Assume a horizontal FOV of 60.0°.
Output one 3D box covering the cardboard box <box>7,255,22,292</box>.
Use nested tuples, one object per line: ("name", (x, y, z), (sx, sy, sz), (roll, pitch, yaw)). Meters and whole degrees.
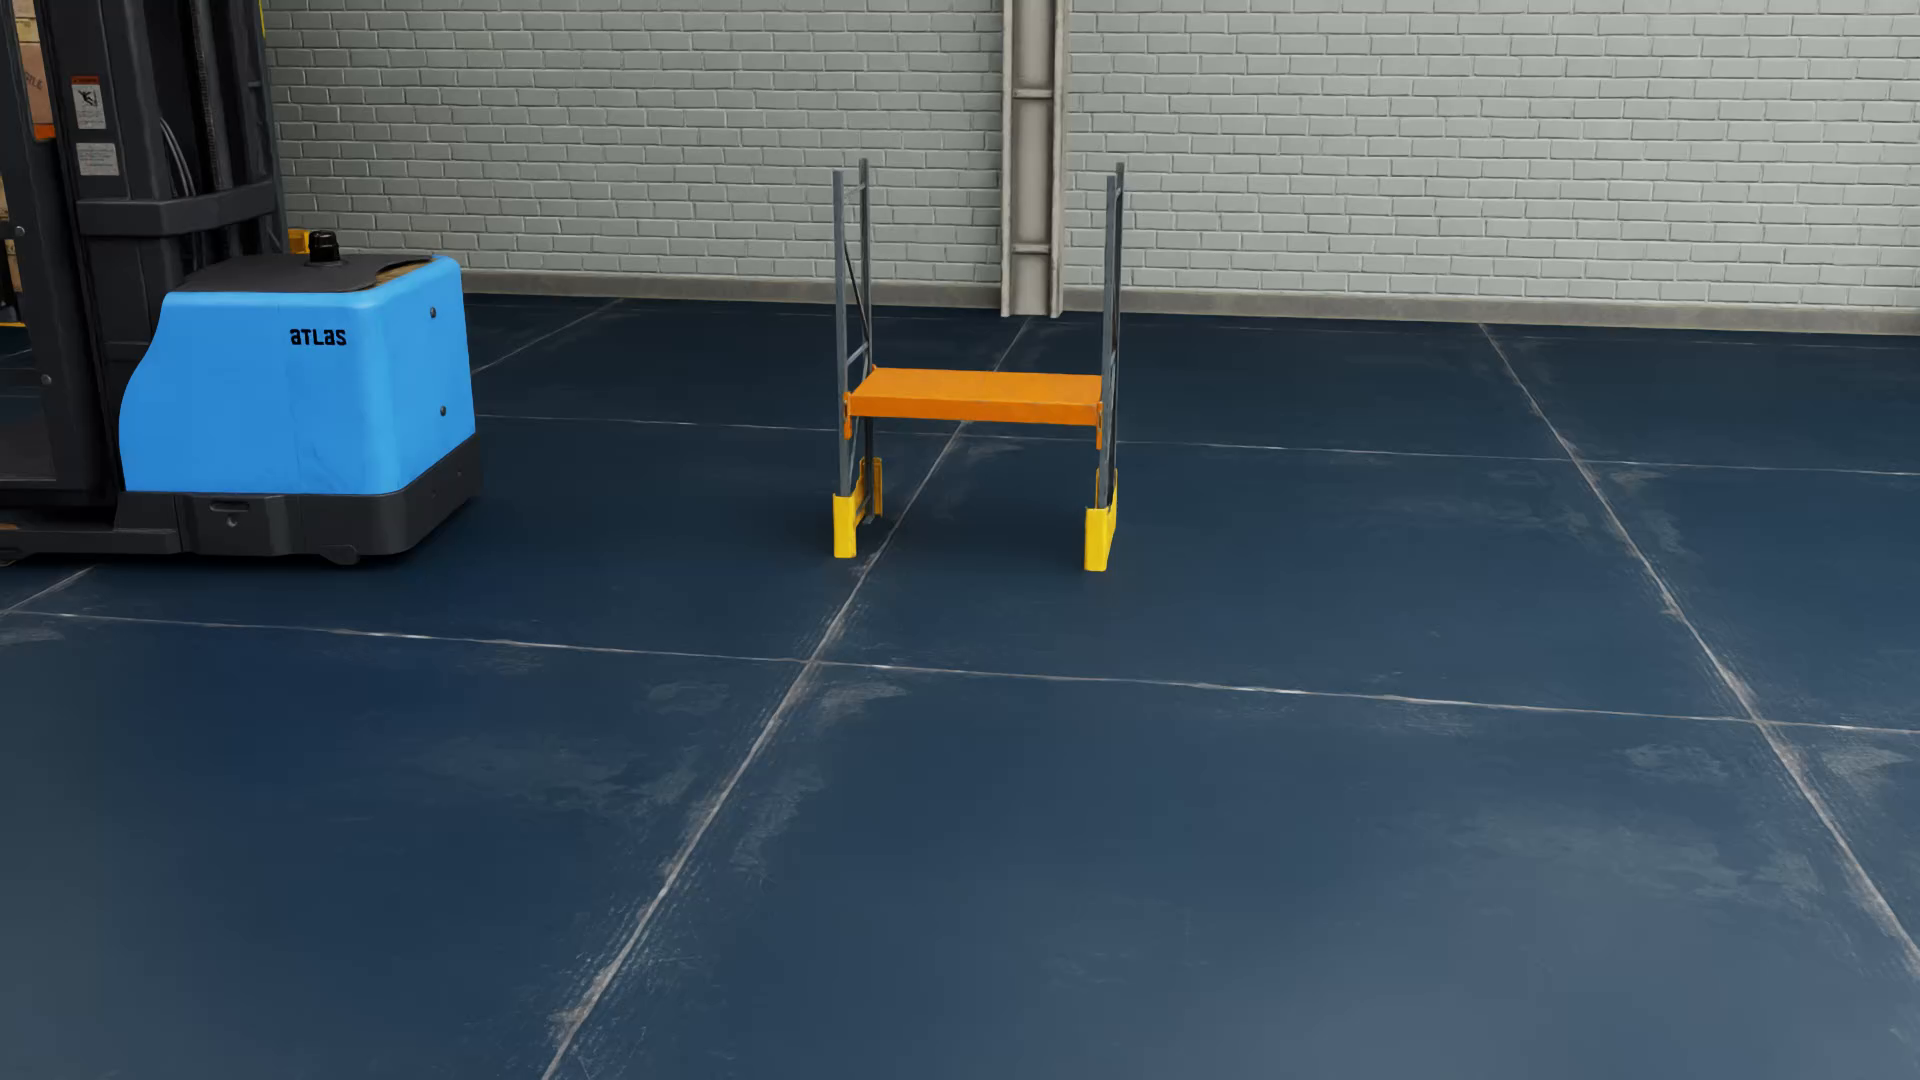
("cardboard box", (-6.378, -1.852, 11.283), (0.500, 0.250, 0.500), (3, 19, 9))

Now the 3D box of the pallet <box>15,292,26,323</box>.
("pallet", (-5.644, -1.679, 11.490), (1.213, 0.211, 1.003), (3, 19, 9))

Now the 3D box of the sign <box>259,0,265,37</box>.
("sign", (-4.788, -3.598, 11.340), (0.005, 0.325, 0.100), (3, 19, 9))

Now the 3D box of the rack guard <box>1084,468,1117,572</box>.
("rack guard", (0.567, -0.090, 6.677), (0.087, 0.250, 0.587), (3, 19, 9))

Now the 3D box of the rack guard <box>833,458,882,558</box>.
("rack guard", (-0.416, -0.140, 6.827), (0.087, 0.250, 0.587), (3, 19, 9))

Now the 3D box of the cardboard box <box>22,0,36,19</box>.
("cardboard box", (-5.780, -3.432, 10.684), (0.250, 0.149, 0.380), (3, 19, 10))

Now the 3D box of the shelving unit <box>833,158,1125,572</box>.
("shelving unit", (0.075, -0.707, 6.554), (1.083, 1.500, 0.587), (3, 19, 9))

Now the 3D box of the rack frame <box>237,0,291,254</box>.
("rack frame", (-4.882, -2.976, 10.971), (0.127, 3.000, 1.000), (3, 19, 9))

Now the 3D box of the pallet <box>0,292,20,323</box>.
("pallet", (-6.845, -1.742, 11.675), (1.213, 0.211, 1.003), (3, 19, 9))

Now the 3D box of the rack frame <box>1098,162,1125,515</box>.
("rack frame", (0.586, -0.681, 6.476), (0.032, 1.500, 0.500), (3, 19, 9))

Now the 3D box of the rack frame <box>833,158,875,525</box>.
("rack frame", (-0.418, -0.733, 6.629), (0.032, 1.500, 0.500), (3, 19, 9))

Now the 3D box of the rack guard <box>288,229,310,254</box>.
("rack guard", (-4.858, -1.790, 11.364), (0.348, 0.500, 1.175), (3, 19, 9))

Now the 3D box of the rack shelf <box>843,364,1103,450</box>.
("rack shelf", (0.084, -0.536, 6.609), (1.000, 0.185, 0.538), (3, 19, 9))

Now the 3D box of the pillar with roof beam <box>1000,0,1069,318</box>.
("pillar with roof beam", (-0.185, -4.488, 6.035), (0.400, 9.000, 9.100), (3, 19, 9))

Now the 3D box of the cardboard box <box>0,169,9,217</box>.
("cardboard box", (-6.391, -2.317, 11.098), (0.500, 0.250, 0.500), (3, 19, 9))

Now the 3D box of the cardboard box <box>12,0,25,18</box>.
("cardboard box", (-6.014, -3.468, 10.791), (0.250, 0.149, 0.380), (3, 19, 9))

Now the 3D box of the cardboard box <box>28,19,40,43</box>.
("cardboard box", (-5.772, -3.297, 10.749), (0.250, 0.149, 0.380), (3, 19, 10))

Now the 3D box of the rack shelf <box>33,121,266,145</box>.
("rack shelf", (-6.857, -2.736, 11.386), (4.000, 0.370, 1.077), (3, 19, 9))

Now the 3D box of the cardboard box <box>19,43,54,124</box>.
("cardboard box", (-5.920, -2.995, 10.870), (0.500, 0.500, 0.500), (4, 19, 10))

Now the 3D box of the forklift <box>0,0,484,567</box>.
("forklift", (-3.625, -1.452, 6.524), (3.031, 2.935, 1.130), (1, 19, 3))

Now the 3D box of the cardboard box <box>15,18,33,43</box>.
("cardboard box", (-6.015, -3.313, 10.797), (0.250, 0.149, 0.380), (3, 19, 8))

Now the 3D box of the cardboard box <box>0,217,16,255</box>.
("cardboard box", (-6.419, -2.083, 11.186), (0.500, 0.250, 0.500), (2, 19, 7))
